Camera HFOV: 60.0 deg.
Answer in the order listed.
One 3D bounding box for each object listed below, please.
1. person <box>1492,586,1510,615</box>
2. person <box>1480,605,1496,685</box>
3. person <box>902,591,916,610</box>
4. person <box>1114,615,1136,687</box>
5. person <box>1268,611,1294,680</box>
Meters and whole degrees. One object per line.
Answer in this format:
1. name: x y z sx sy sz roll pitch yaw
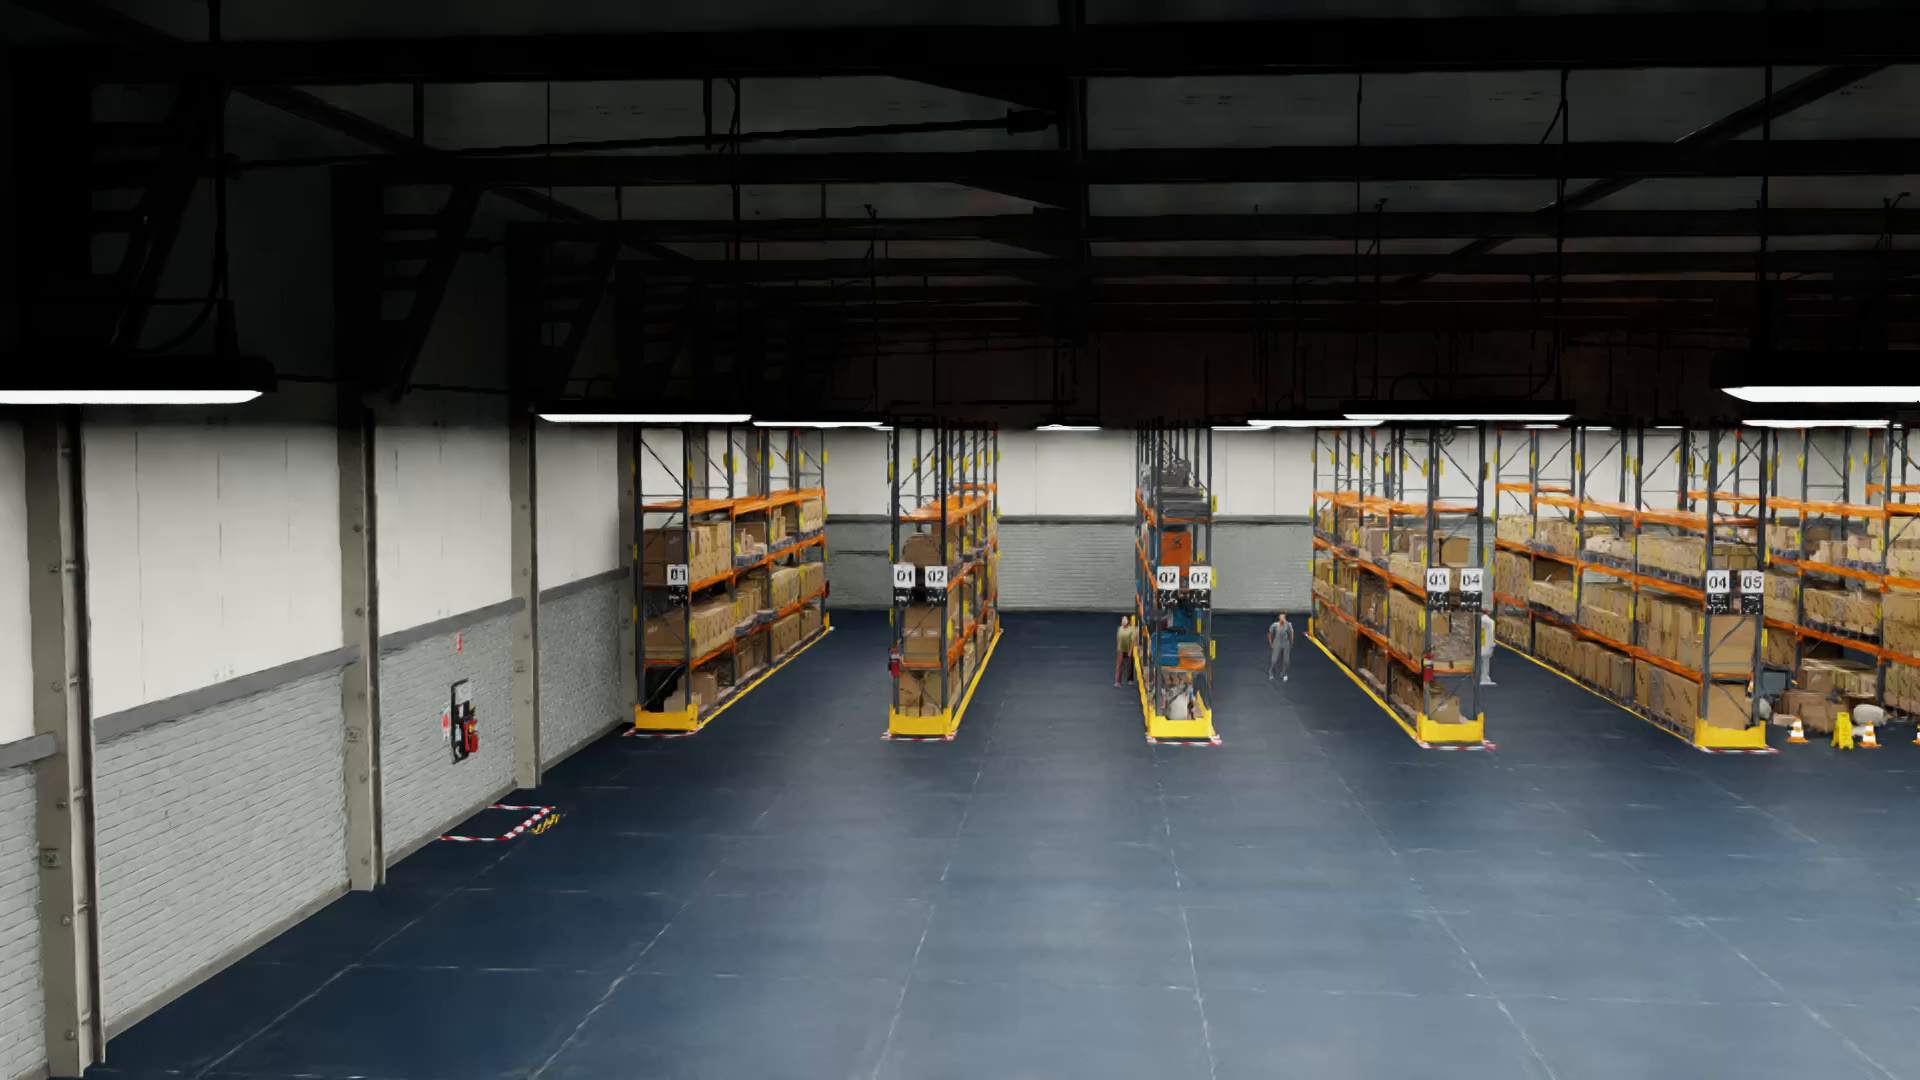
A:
1. person: 15.528 1.732 47.743 0.394 1.712 0.648 -2 4 -27
2. person: 11.905 2.357 37.614 0.522 1.790 0.654 -1 4 -21
3. person: -1.376 1.794 46.928 0.598 1.696 1.193 0 4 7
4. person: 3.720 2.470 37.311 0.446 1.605 1.018 1 4 14
5. person: 7.373 2.425 38.235 0.580 1.619 0.507 0 4 2
